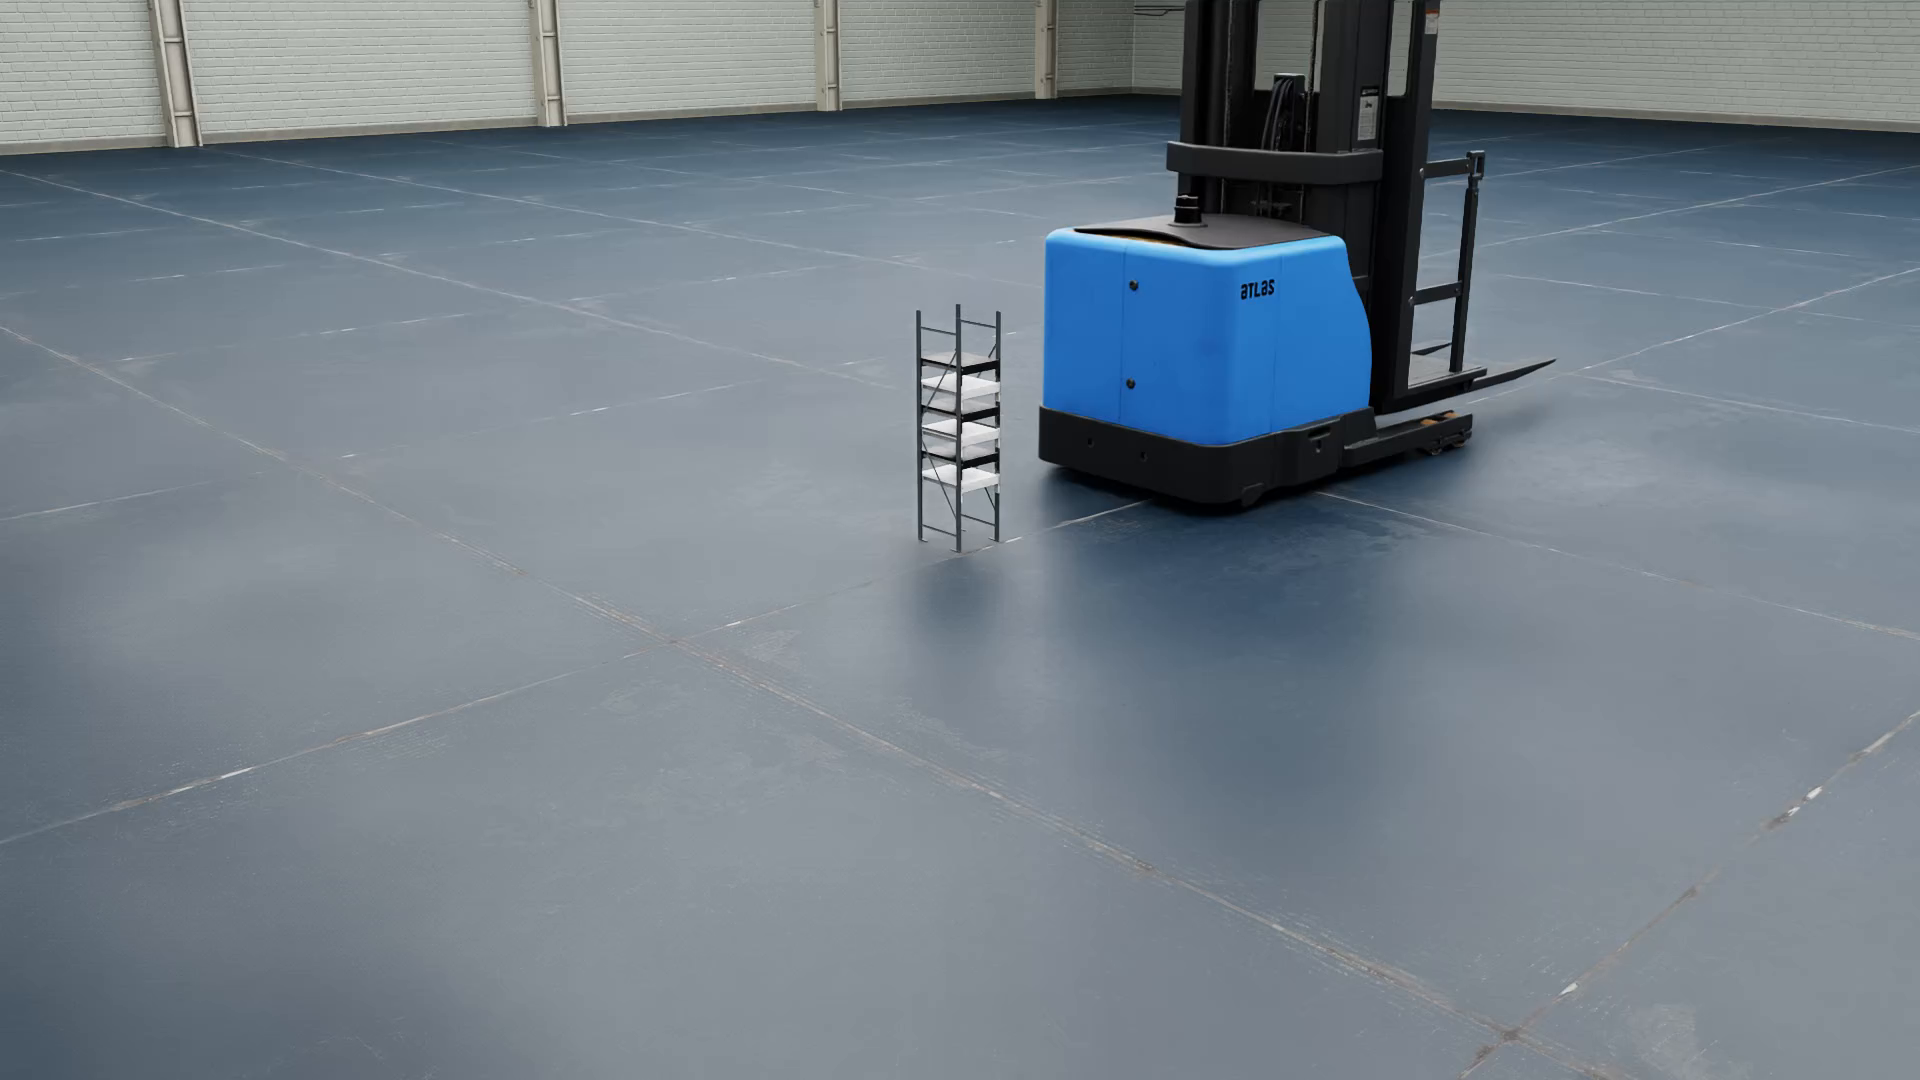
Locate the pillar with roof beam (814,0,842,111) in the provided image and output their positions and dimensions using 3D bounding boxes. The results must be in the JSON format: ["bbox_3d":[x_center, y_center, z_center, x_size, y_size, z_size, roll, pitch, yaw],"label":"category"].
[{"bbox_3d":[0.447,-11.571,27.582,0.400,9.000,9.100,-16,24,-41],"label":"pillar with roof beam"}]

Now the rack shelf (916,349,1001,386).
[{"bbox_3d":[-0.006,-0.651,6.268,0.200,0.077,0.258,-16,24,-41],"label":"rack shelf"}]

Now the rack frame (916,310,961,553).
[{"bbox_3d":[-0.080,-0.405,6.274,0.006,0.900,0.240,-16,24,-41],"label":"rack frame"}]

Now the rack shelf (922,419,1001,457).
[{"bbox_3d":[-0.006,-0.395,6.351,0.200,0.077,0.258,-16,24,-41],"label":"rack shelf"}]

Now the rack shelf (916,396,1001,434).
[{"bbox_3d":[-0.006,-0.480,6.323,0.200,0.077,0.258,-16,24,-41],"label":"rack shelf"}]

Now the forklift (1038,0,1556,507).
[{"bbox_3d":[1.775,-1.891,7.565,3.031,2.935,1.130,-16,24,-40],"label":"forklift"}]

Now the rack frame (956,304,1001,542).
[{"bbox_3d":[0.068,-0.448,6.407,0.006,0.900,0.240,-16,24,-41],"label":"rack frame"}]

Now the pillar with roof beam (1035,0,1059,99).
[{"bbox_3d":[4.807,-12.842,31.503,0.400,9.000,9.100,-16,24,-41],"label":"pillar with roof beam"}]

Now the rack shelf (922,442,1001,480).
[{"bbox_3d":[-0.006,-0.309,6.379,0.200,0.077,0.258,-16,24,-41],"label":"rack shelf"}]

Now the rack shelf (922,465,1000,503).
[{"bbox_3d":[-0.006,-0.223,6.406,0.200,0.077,0.258,-16,24,-41],"label":"rack shelf"}]

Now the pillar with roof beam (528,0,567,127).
[{"bbox_3d":[-3.912,-10.300,23.661,0.400,9.000,9.100,-16,24,-41],"label":"pillar with roof beam"}]

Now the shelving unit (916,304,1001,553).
[{"bbox_3d":[-0.006,-0.426,6.341,0.210,0.900,0.258,-16,24,-41],"label":"shelving unit"}]

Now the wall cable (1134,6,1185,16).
[{"bbox_3d":[4.898,-12.658,35.969,0.112,2.526,3.097,-16,24,-41],"label":"wall cable"}]

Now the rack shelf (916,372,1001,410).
[{"bbox_3d":[-0.006,-0.566,6.295,0.200,0.077,0.258,-16,24,-41],"label":"rack shelf"}]

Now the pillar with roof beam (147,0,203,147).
[{"bbox_3d":[-8.272,-9.028,19.739,0.400,9.000,9.100,-16,24,-41],"label":"pillar with roof beam"}]
